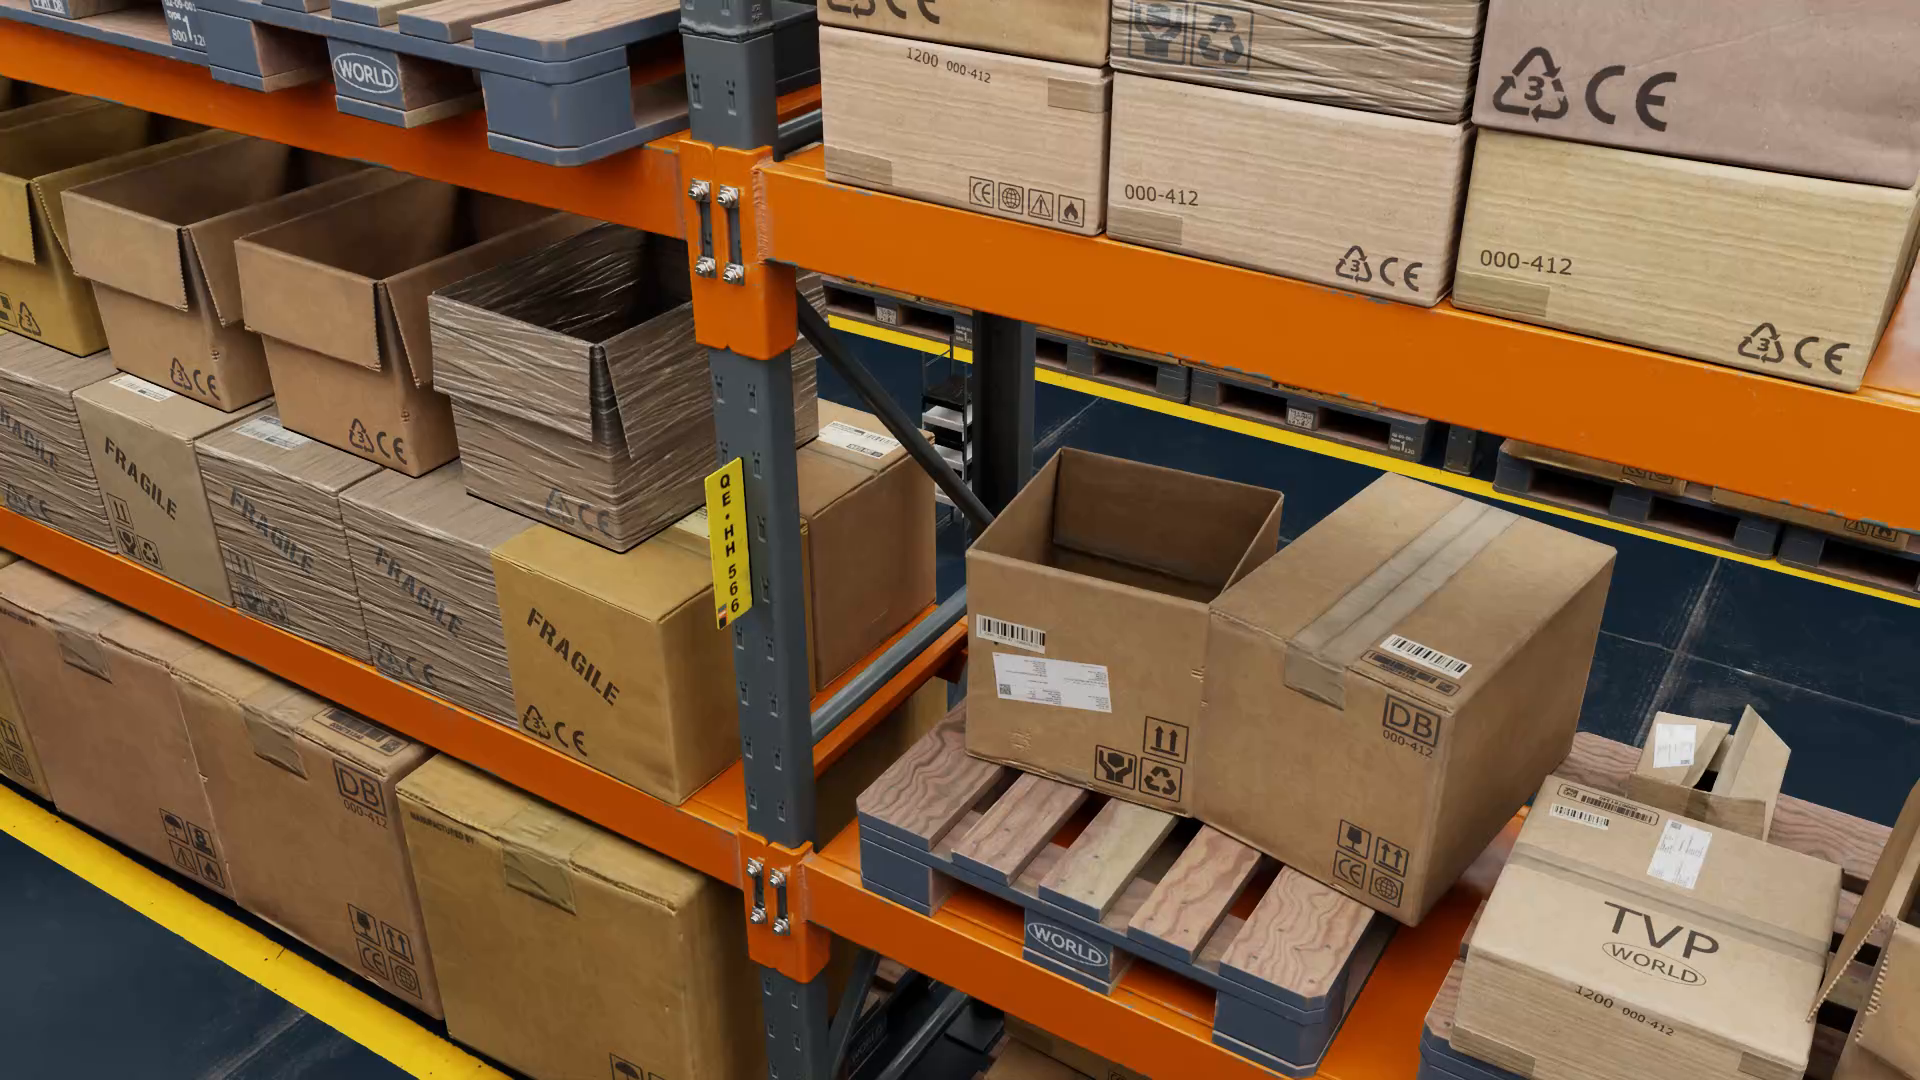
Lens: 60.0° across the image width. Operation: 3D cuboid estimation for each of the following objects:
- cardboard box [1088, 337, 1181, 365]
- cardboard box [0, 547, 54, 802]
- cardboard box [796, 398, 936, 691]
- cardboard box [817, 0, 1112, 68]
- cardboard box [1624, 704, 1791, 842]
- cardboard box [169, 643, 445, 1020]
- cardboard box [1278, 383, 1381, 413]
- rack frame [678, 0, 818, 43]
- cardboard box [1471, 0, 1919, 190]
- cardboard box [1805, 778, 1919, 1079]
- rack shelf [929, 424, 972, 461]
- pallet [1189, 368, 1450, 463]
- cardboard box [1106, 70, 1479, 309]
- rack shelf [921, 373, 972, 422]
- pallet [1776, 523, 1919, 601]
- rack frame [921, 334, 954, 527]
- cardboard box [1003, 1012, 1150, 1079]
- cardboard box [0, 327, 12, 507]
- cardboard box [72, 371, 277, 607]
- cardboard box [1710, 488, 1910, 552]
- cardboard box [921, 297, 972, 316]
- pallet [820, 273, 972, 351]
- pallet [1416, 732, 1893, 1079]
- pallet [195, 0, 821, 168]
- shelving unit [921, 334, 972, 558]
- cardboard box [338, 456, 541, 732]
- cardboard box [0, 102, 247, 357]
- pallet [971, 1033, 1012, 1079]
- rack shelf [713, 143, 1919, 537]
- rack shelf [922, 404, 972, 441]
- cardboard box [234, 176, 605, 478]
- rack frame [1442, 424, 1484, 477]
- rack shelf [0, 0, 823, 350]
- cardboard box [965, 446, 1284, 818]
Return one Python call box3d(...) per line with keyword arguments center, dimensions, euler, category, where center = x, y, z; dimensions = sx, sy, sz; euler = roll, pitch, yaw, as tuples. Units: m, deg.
box3d(center=(0.993, -1.260, 8.497), dimensions=(0.500, 0.500, 0.500), euler=(16, 34, 25), category="cardboard box")
box3d(center=(-2.974, 0.100, 5.794), dimensions=(0.875, 0.875, 1.225), euler=(18, 35, 27), category="cardboard box")
box3d(center=(-0.406, -0.018, 4.204), dimensions=(0.500, 0.500, 0.500), euler=(19, 35, 29), category="cardboard box")
box3d(center=(0.123, -1.047, 2.496), dimensions=(0.500, 0.500, 0.500), euler=(18, 35, 28), category="cardboard box")
box3d(center=(1.417, 0.480, 3.167), dimensions=(0.258, 0.266, 0.396), euler=(17, 34, 26), category="cardboard box")
box3d(center=(-1.463, 0.572, 4.984), dimensions=(0.875, 0.875, 1.225), euler=(18, 35, 27), category="cardboard box")
box3d(center=(1.887, -0.984, 8.025), dimensions=(0.500, 0.500, 0.500), euler=(17, 34, 27), category="cardboard box")
box3d(center=(-0.139, -2.319, 2.296), dimensions=(0.127, 3.000, 1.000), euler=(18, 35, 27), category="rack frame")
box3d(center=(0.980, -0.778, 2.035), dimensions=(0.500, 0.500, 0.500), euler=(16, 34, 26), category="cardboard box")
box3d(center=(1.732, 0.692, 2.567), dimensions=(0.637, 0.503, 0.797), euler=(22, 37, 32), category="cardboard box")
box3d(center=(-0.007, -0.440, 6.998), dimensions=(0.200, 0.077, 0.258), euler=(18, 35, 27), category="rack shelf")
box3d(center=(1.923, -0.824, 8.452), dimensions=(1.213, 0.211, 1.003), euler=(18, 35, 27), category="pallet")
box3d(center=(0.558, -0.587, 2.451), dimensions=(0.500, 0.250, 0.500), euler=(18, 35, 29), category="cardboard box")
box3d(center=(-0.007, -0.595, 6.908), dimensions=(0.200, 0.077, 0.258), euler=(18, 35, 27), category="rack shelf")
box3d(center=(4.241, -0.043, 7.114), dimensions=(1.213, 0.211, 1.003), euler=(18, 35, 27), category="pallet")
box3d(center=(-0.093, -0.418, 7.074), dimensions=(0.006, 0.900, 0.240), euler=(18, 35, 27), category="rack frame")
box3d(center=(0.445, 1.004, 3.852), dimensions=(0.500, 0.250, 0.500), euler=(19, 35, 29), category="cardboard box")
box3d(center=(-2.844, -0.479, 4.995), dimensions=(0.500, 0.500, 0.500), euler=(18, 35, 27), category="cardboard box")
box3d(center=(-1.980, -0.208, 4.531), dimensions=(0.500, 0.500, 0.500), euler=(18, 35, 28), category="cardboard box")
box3d(center=(3.794, -0.593, 7.106), dimensions=(0.750, 0.750, 1.050), euler=(18, 35, 28), category="cardboard box")
box3d(center=(0.130, -1.539, 8.975), dimensions=(0.500, 0.500, 0.500), euler=(19, 35, 29), category="cardboard box")
box3d(center=(-0.144, -1.477, 9.573), dimensions=(1.213, 0.211, 1.003), euler=(18, 35, 27), category="pallet")
box3d(center=(1.560, 0.868, 2.977), dimensions=(1.213, 0.211, 1.003), euler=(18, 35, 27), category="pallet")
box3d(center=(-0.712, -1.092, 3.356), dimensions=(1.003, 0.211, 1.213), euler=(19, 35, 30), category="pallet")
box3d(center=(-0.007, -0.391, 7.027), dimensions=(0.210, 0.900, 0.258), euler=(18, 35, 27), category="shelving unit")
box3d(center=(-1.108, 0.066, 4.061), dimensions=(0.500, 0.500, 0.500), euler=(17, 34, 27), category="cardboard box")
box3d(center=(-2.406, -0.920, 4.755), dimensions=(0.637, 0.503, 0.797), euler=(18, 35, 28), category="cardboard box")
box3d(center=(0.522, 1.686, 4.150), dimensions=(1.213, 0.211, 1.003), euler=(18, 35, 27), category="pallet")
box3d(center=(1.555, -0.177, 2.314), dimensions=(4.000, 0.370, 1.077), euler=(18, 35, 27), category="rack shelf")
box3d(center=(-0.007, -0.518, 6.953), dimensions=(0.200, 0.077, 0.258), euler=(18, 35, 27), category="rack shelf")
box3d(center=(-1.300, -0.583, 4.178), dimensions=(0.637, 0.503, 0.797), euler=(18, 35, 28), category="cardboard box")
box3d(center=(2.584, -1.818, 7.390), dimensions=(0.127, 3.000, 1.000), euler=(18, 35, 27), category="rack frame")
box3d(center=(-1.833, -1.249, 4.151), dimensions=(4.000, 0.370, 1.077), euler=(18, 35, 27), category="rack shelf")
box3d(center=(0.340, 0.175, 3.458), dimensions=(0.500, 0.500, 0.500), euler=(13, 33, 21), category="cardboard box")
